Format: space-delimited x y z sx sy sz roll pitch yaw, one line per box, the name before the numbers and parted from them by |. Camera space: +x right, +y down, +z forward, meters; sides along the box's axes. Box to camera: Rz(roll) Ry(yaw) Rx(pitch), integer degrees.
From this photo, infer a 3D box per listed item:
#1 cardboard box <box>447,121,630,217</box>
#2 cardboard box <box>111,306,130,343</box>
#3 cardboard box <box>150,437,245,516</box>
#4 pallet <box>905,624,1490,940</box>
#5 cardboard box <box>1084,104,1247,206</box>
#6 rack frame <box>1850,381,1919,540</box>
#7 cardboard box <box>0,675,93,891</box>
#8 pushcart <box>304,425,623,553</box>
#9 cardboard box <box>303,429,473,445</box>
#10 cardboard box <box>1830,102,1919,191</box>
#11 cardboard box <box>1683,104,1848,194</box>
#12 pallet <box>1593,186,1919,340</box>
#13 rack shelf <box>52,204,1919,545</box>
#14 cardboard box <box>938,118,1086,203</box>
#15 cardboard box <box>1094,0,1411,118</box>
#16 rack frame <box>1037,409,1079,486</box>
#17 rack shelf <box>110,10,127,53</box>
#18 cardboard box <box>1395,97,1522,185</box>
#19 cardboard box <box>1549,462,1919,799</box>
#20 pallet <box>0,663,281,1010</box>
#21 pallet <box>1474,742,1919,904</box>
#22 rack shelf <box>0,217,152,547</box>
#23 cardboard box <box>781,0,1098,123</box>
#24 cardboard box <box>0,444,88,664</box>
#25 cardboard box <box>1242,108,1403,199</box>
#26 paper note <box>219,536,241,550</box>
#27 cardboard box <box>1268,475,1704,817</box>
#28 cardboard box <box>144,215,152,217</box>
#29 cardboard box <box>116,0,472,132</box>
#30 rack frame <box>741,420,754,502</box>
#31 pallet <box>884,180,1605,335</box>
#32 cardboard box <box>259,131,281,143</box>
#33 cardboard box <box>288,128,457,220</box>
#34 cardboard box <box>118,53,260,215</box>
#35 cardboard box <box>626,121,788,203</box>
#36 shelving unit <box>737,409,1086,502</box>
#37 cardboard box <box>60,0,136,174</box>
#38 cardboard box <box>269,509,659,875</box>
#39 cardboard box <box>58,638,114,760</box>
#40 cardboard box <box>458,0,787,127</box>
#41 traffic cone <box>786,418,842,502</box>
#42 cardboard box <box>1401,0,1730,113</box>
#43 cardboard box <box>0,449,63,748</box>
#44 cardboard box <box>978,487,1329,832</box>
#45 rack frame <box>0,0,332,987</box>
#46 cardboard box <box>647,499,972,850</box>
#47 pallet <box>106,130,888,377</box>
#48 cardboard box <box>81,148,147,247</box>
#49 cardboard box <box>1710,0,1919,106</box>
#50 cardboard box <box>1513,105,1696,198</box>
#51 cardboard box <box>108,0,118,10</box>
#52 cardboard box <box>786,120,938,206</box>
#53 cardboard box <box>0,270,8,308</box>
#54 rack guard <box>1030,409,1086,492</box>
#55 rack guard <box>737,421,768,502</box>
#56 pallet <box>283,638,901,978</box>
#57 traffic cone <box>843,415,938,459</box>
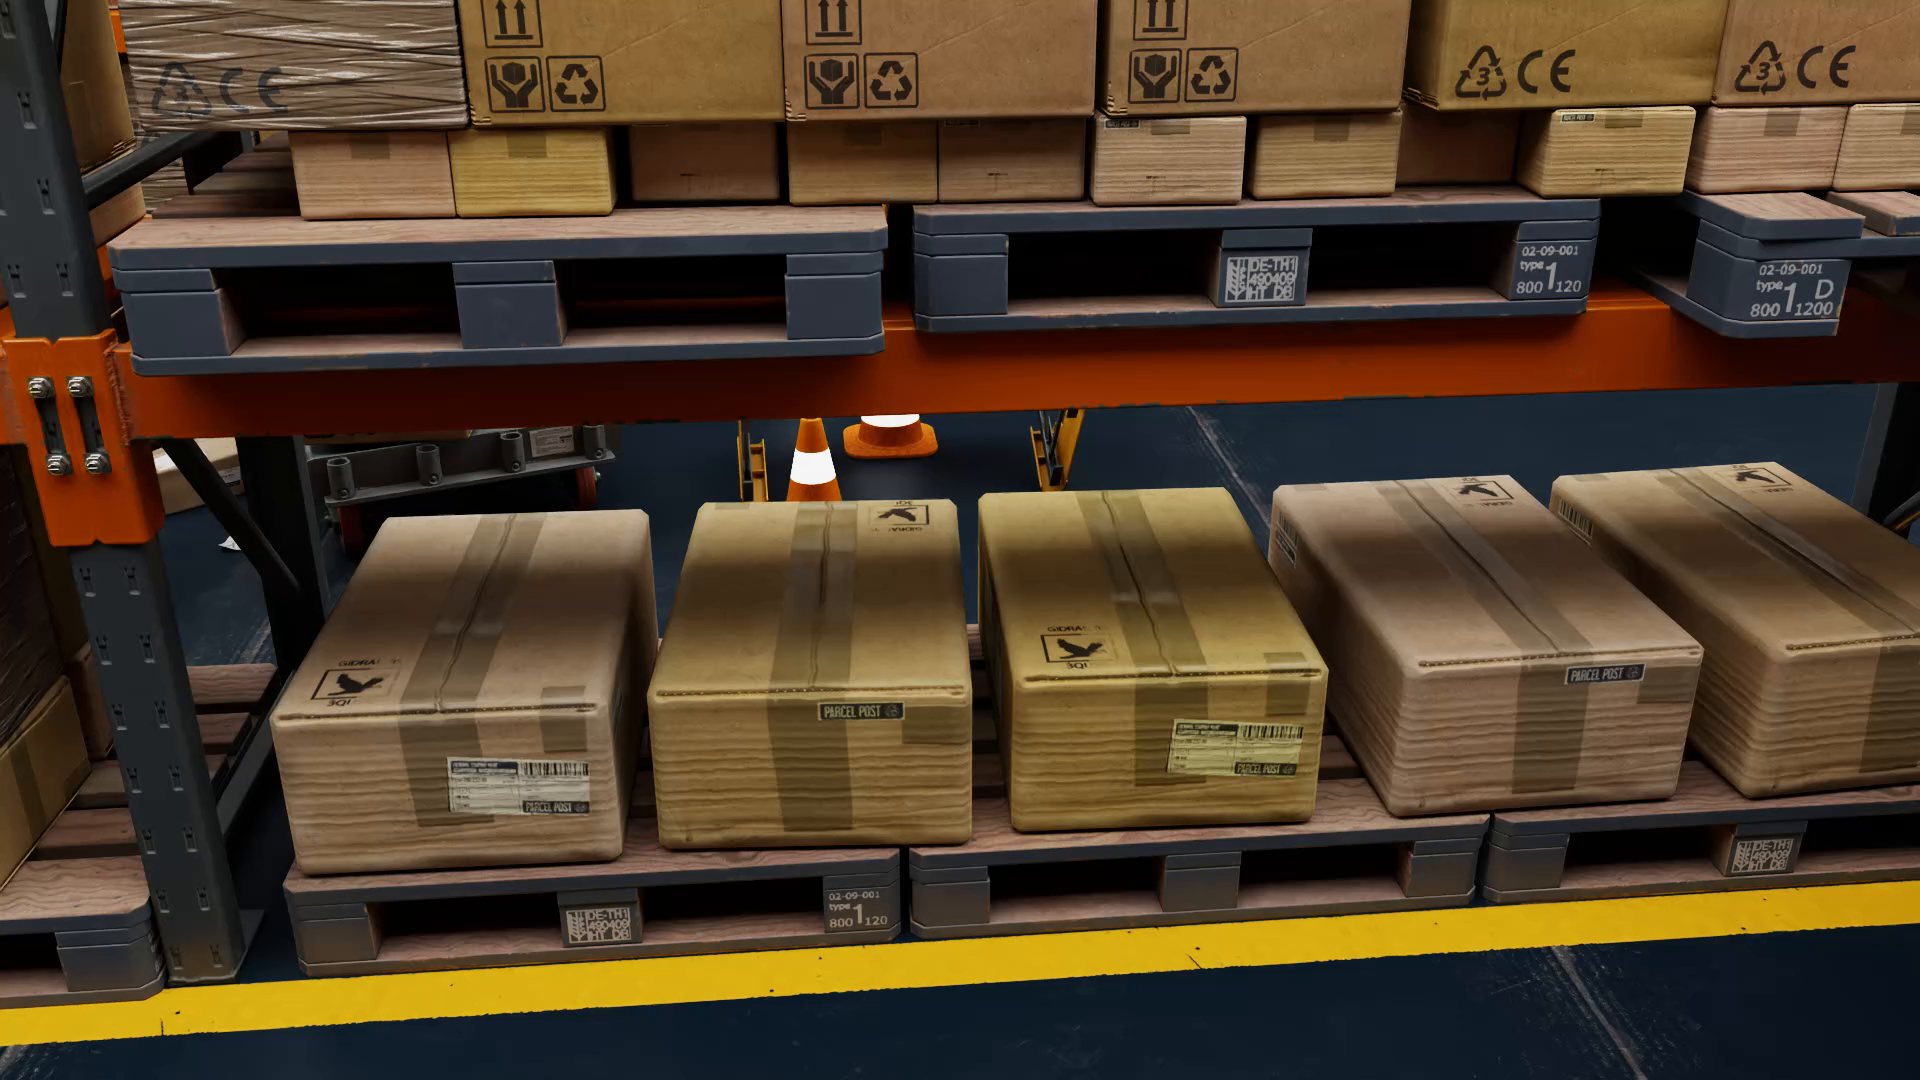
cardboard box | -0.711 -0.673 2.864 0.250 0.149 0.380 -2 24 -4
cardboard box | -3.093 -0.591 5.793 0.503 0.637 0.797 -2 24 -5
cardboard box | -2.563 -0.281 5.555 0.258 0.266 0.396 22 32 40
pallet | 0.450 0.497 3.872 1.213 0.211 1.003 -2 24 -5
cardboard box | 0.339 -0.708 2.941 0.250 0.149 0.380 -1 24 -3
rack frame | 2.439 -0.855 3.481 0.127 3.000 1.000 -2 24 -5
cardboard box | -2.104 0.501 3.297 0.500 0.250 0.500 -1 24 -3
pushcart | -1.816 -0.417 5.723 0.936 0.377 1.648 -11 26 -23
cardboard box | -1.747 -0.618 5.091 0.500 0.500 0.500 -2 24 -5
cardboard box | 1.630 -0.756 3.050 0.250 0.149 0.380 -2 24 -6
cardboard box | 1.379 -0.749 3.035 0.250 0.149 0.380 -3 24 -8
pallet | 1.740 -0.696 3.359 1.003 0.211 1.213 -2 24 -5
rack shelf | 0.449 -0.447 3.447 4.000 0.370 1.077 -2 24 -5
cardboard box | 0.070 -0.718 2.965 0.250 0.149 0.380 -2 24 -5
cardboard box | 0.455 -1.031 2.870 0.500 0.500 0.500 -3 24 -7
rack frame | 0.248 -0.951 5.740 0.032 0.500 1.500 -3 59 -8
rack shelf | -4.119 -2.284 7.580 4.000 0.370 1.077 -2 24 -5
cardboard box | 0.844 -0.773 3.089 0.250 0.149 0.380 -2 24 -5
cardboard box | 1.876 0.172 3.888 0.625 0.372 0.950 -4 24 -9
pallet | -2.207 0.620 3.595 1.213 0.211 1.003 -2 24 -5
pallet | 1.661 0.450 3.978 1.213 0.211 1.003 -2 24 -5
rack shelf | -3.532 -0.287 3.088 4.000 0.370 1.077 -2 24 -5
cardboard box | -0.055 -1.006 2.814 0.500 0.500 0.500 -2 24 -5
cardboard box | -2.155 -0.059 3.635 0.500 0.500 0.500 -1 24 -3
cardboard box | 0.602 -0.730 2.992 0.250 0.149 0.380 -3 24 -7
paper note | -2.237 -0.007 5.228 0.142 0.019 0.148 -2 24 -5
cardboard box | 1.142 0.205 3.814 0.625 0.372 0.950 -3 24 -6
cardboard box | -3.573 -1.074 7.048 0.500 0.500 0.500 2 24 4
cardboard box | -1.047 -0.972 2.737 0.500 0.500 0.500 -2 24 -4
rack frame | -0.756 -0.895 5.596 0.032 0.500 1.500 -3 59 -8
pallet | 0.473 -0.672 3.305 1.213 0.211 1.003 -2 24 -5
cardboard box | -2.762 -1.916 7.967 0.875 0.875 0.875 -2 24 -4
cardboard box | -0.961 -0.667 2.850 0.250 0.149 0.380 -2 24 -4
cardboard box | -3.658 -1.879 7.883 0.875 0.875 0.875 -2 24 -5
cardboard box | -0.437 -0.716 2.959 0.250 0.149 0.380 -1 24 -2
shelving unit | -0.245 -0.924 5.669 1.083 0.587 1.500 -3 59 -8
cardboard box | -2.007 -0.972 3.255 0.500 0.500 0.500 -2 24 -5
cardboard box | -1.020 0.291 3.619 0.625 0.372 0.950 -2 24 -4
cardboard box | -2.155 0.284 3.787 0.500 0.250 0.500 -3 24 -8
cardboard box | -0.549 -0.992 2.782 0.500 0.500 0.500 -2 24 -5
traffic cone | -0.445 -0.152 5.021 0.334 0.463 0.336 -2 24 -5
cardboard box | 0.998 -1.052 2.918 0.500 0.500 0.500 -4 24 -9
cardboard box | -2.104 0.159 3.145 0.500 0.500 0.500 -3 24 -6
cardboard box | 0.387 0.233 3.751 0.625 0.372 0.950 -2 24 -3
rack frame | -1.542 -0.695 3.122 0.127 3.000 1.000 -2 24 -5
cardboard box | -0.305 0.261 3.687 0.625 0.372 0.950 -1 24 -2
pallet | -0.767 -0.580 3.097 1.213 0.211 1.003 -2 24 -5
cardboard box | -1.887 -0.698 3.436 0.250 0.149 0.380 -2 24 -5
cardboard box | 1.500 -1.073 2.965 0.500 0.500 0.500 -3 24 -6
cardboard box | 1.106 -0.732 2.997 0.250 0.149 0.380 -2 24 -4
cardboard box | -3.589 -2.736 7.528 0.550 0.550 0.875 -2 24 -5
cardboard box | -0.177 -0.709 2.944 0.250 0.149 0.380 -2 24 -4
cardboard box | -1.832 -0.445 2.867 0.250 0.149 0.380 -3 24 -6
rack guard | 0.322 -0.418 5.422 0.087 0.587 0.250 -3 59 -8
rack guard | -0.662 -0.364 5.280 0.087 0.587 0.250 -3 59 -8
pallet | -0.767 0.547 3.759 1.213 0.211 1.003 -2 24 -5
traffic cone | -0.255 -0.567 5.957 0.334 0.463 0.336 -2 24 -5
